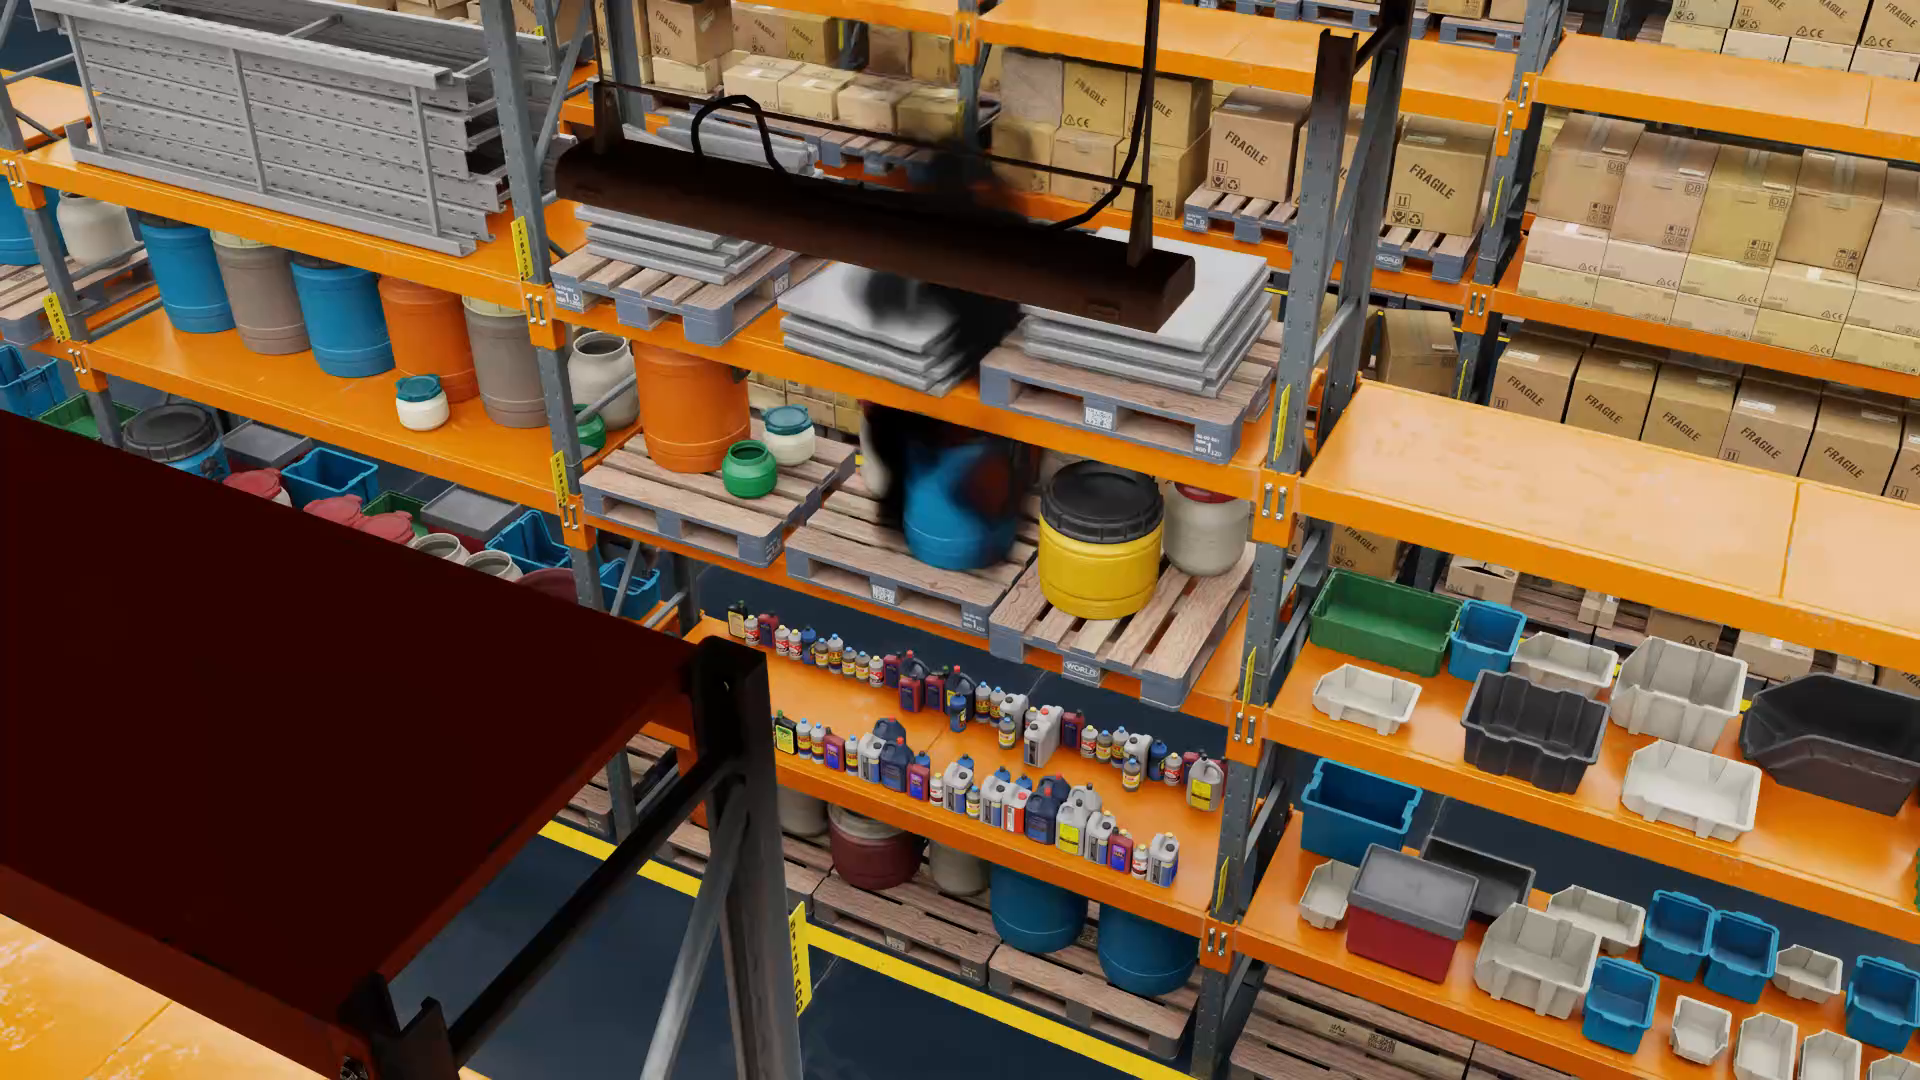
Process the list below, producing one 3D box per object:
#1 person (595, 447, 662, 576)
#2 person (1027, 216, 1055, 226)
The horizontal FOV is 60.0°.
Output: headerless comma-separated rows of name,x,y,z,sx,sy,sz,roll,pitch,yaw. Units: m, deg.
person,-2.653,-0.262,12.829,0.565,1.612,0.575,11,36,15
person,0.789,-2.700,16.272,0.699,1.715,0.558,10,36,14
